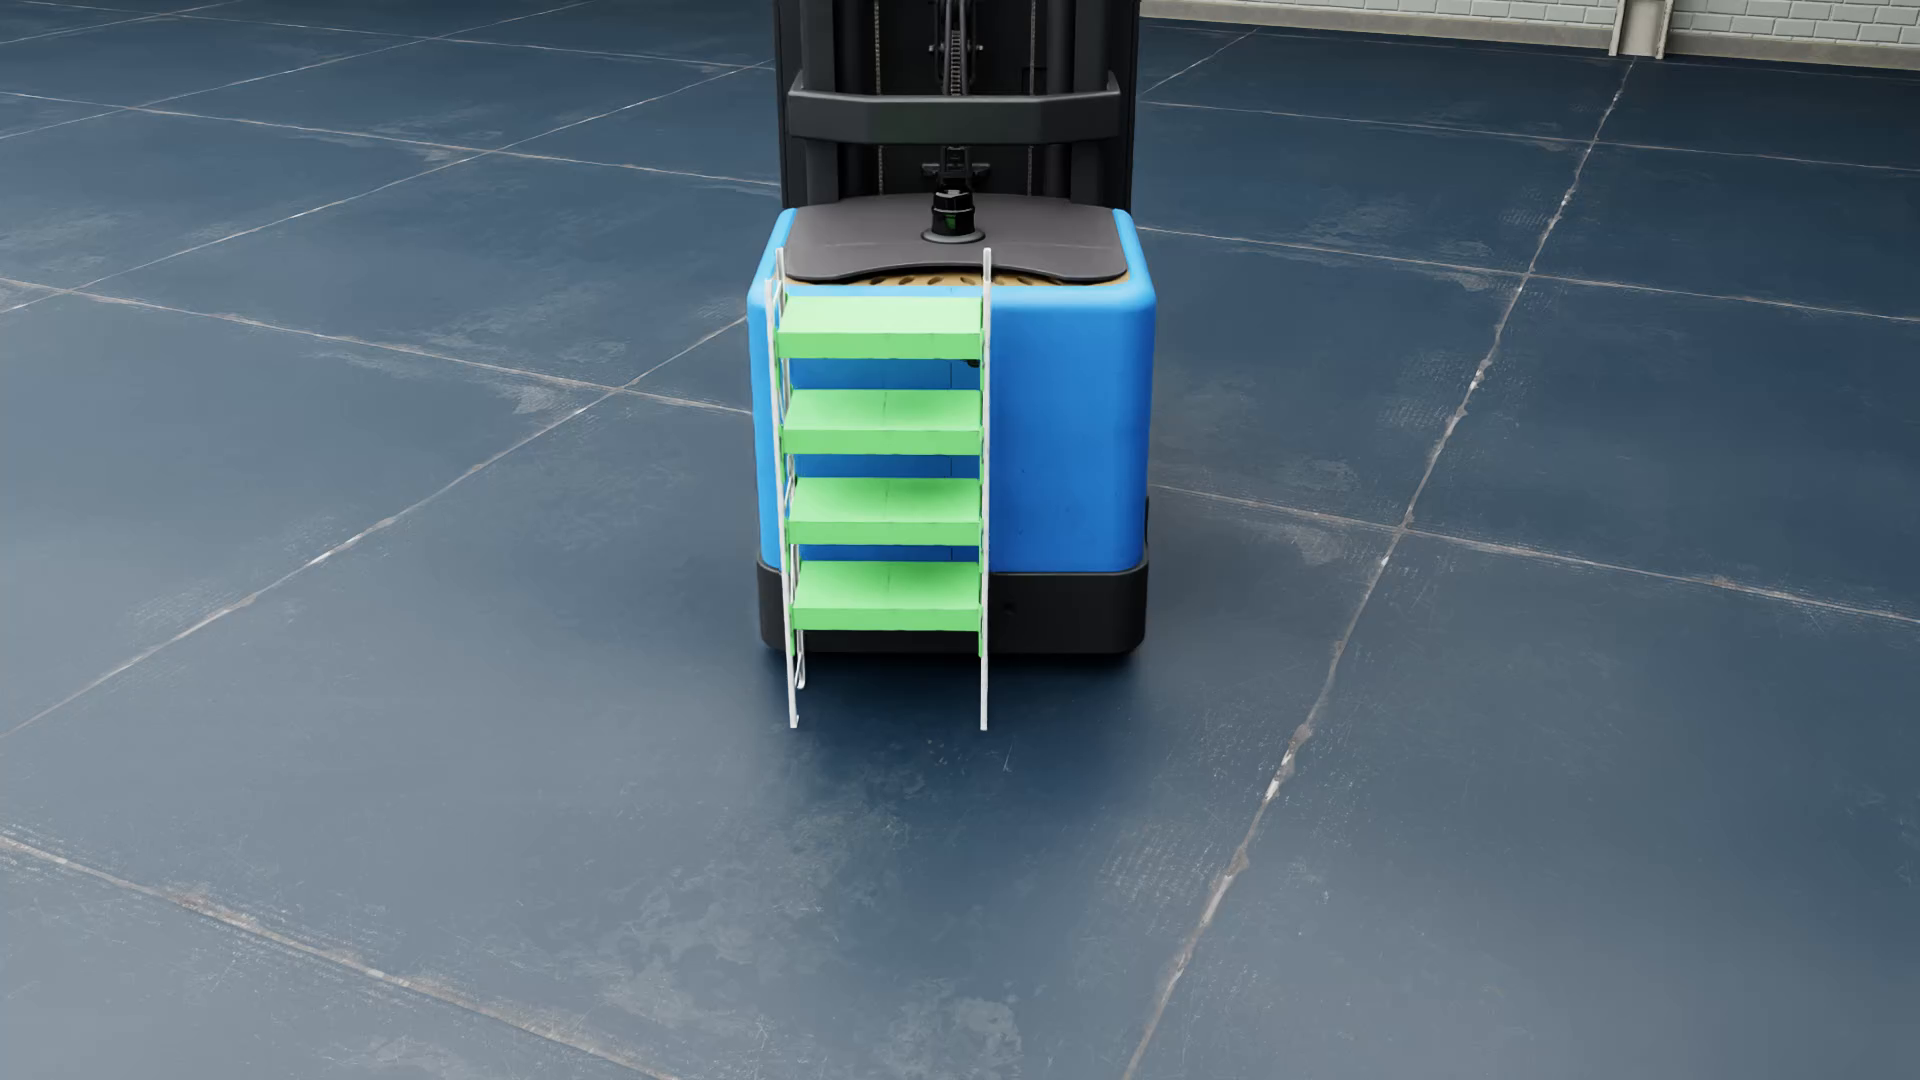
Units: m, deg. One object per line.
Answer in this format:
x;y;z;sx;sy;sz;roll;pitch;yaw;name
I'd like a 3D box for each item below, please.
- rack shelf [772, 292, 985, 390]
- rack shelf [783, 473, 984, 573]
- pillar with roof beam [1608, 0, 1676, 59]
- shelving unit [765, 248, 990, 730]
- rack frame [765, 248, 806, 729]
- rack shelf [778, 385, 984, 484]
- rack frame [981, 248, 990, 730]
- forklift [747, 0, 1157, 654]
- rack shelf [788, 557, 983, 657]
-0.182;-0.468;3.892;0.480;0.148;0.258;0;28;1;rack shelf
-0.182;-0.044;4.117;0.480;0.148;0.258;0;28;1;rack shelf
3.485;-6.087;7.426;0.400;9.000;9.100;11;28;22;pillar with roof beam
-0.182;-0.101;4.087;0.503;1.200;0.258;0;28;1;shelving unit
-0.426;-0.102;4.091;0.015;1.200;0.240;0;28;1;rack frame
-0.182;-0.256;4.004;0.480;0.148;0.258;0;28;1;rack shelf
0.062;-0.099;4.083;0.015;1.200;0.240;0;28;1;rack frame
-0.009;-1.615;5.211;1.130;2.935;3.031;0;26;0;forklift
-0.181;0.168;4.229;0.480;0.148;0.258;0;28;1;rack shelf
